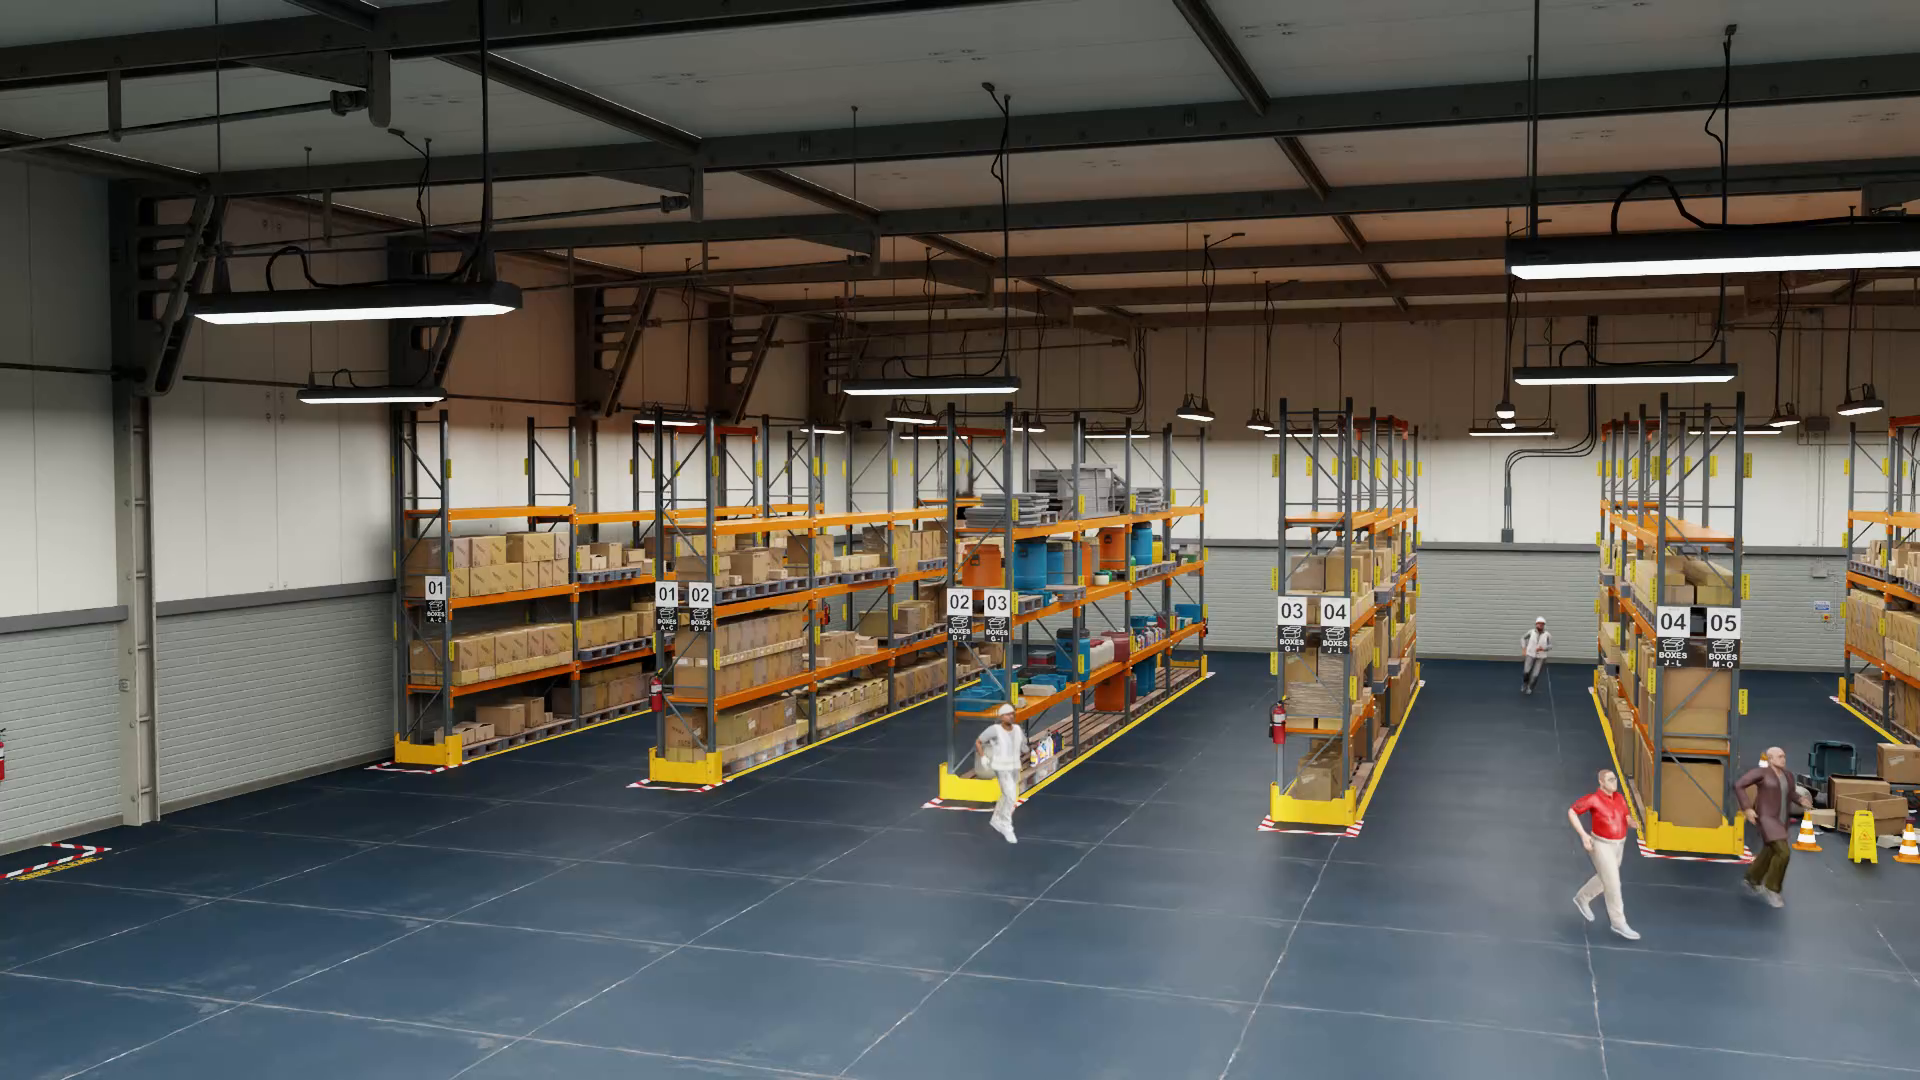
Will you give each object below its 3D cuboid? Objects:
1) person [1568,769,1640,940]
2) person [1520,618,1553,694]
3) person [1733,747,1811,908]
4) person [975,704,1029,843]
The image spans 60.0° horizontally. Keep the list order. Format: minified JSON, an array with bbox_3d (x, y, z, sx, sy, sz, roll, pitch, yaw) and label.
[{"bbox_3d":[6.986,3.342,17.970,0.666,1.719,0.967,-1,3,-30],"label":"person"},{"bbox_3d":[12.750,2.566,36.763,0.671,1.712,0.533,1,3,18],"label":"person"},{"bbox_3d":[9.403,3.304,19.230,0.691,1.840,0.833,-1,3,-28],"label":"person"},{"bbox_3d":[0.627,3.145,22.509,0.664,1.844,0.782,-2,3,-41],"label":"person"}]
